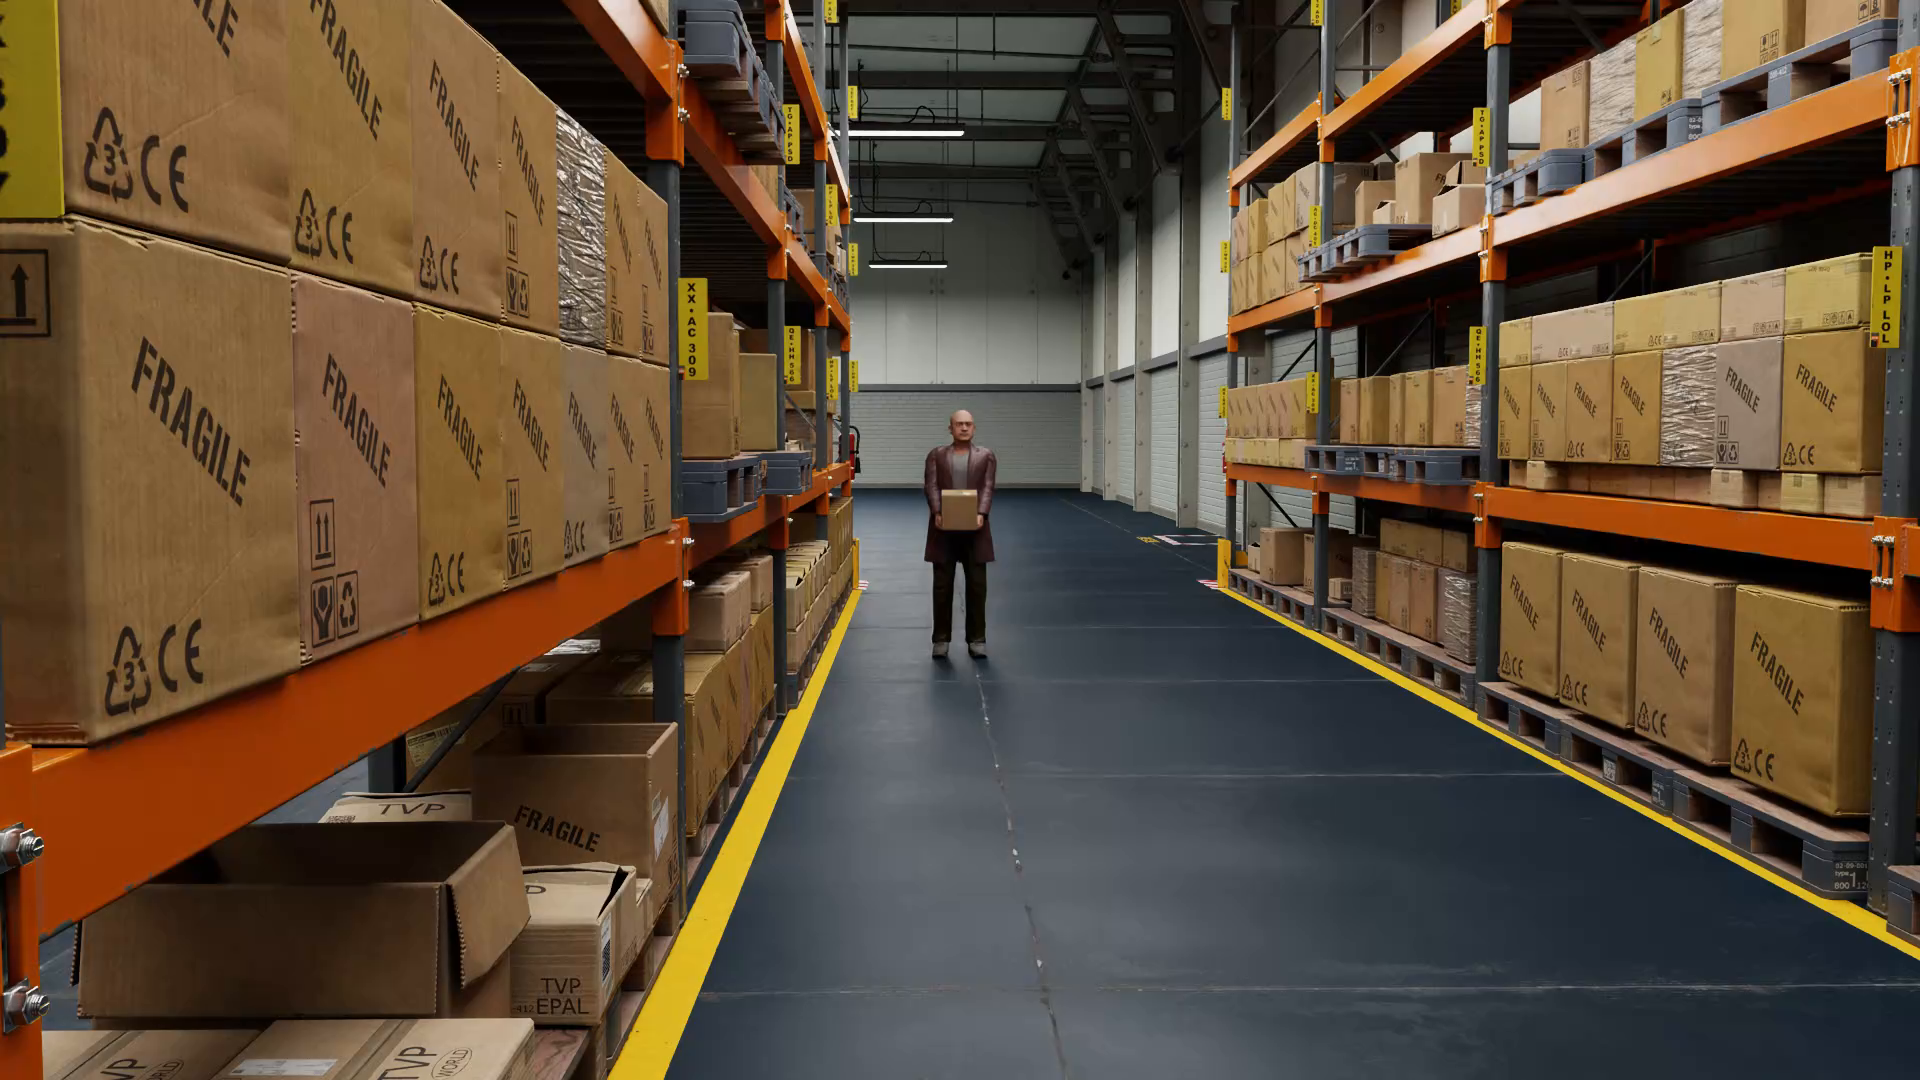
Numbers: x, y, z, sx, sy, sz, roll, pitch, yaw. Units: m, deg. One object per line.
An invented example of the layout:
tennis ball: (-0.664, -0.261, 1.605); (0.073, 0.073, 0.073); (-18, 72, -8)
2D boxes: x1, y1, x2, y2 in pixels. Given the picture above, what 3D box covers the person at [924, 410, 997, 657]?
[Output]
person: (0.003, -0.043, 11.916); (0.529, 1.772, 0.552); (0, 4, 0)
